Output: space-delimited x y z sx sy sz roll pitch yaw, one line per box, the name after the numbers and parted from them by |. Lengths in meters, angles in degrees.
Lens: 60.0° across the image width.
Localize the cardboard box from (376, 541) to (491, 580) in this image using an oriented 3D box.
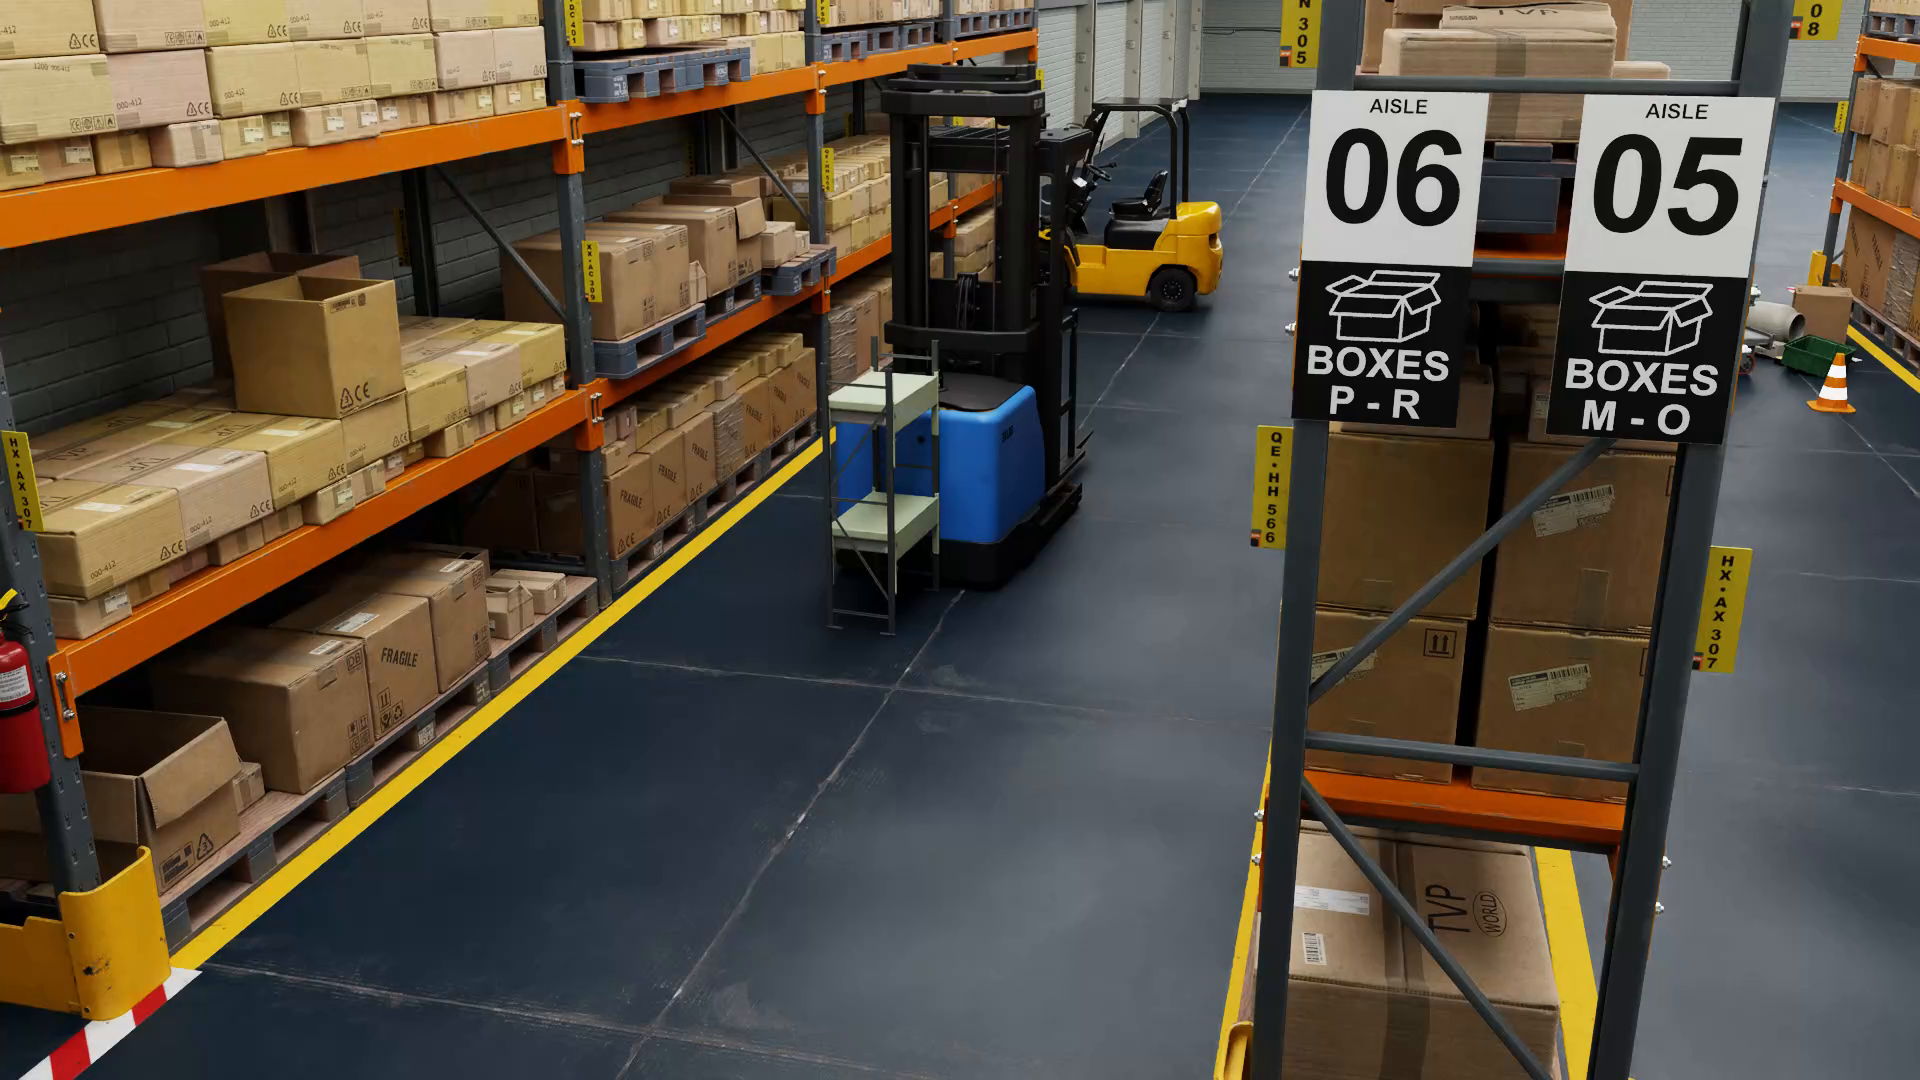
-2.898 0.192 8.996 0.500 0.311 0.500 5 20 15 | cardboard box

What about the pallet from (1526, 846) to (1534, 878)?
1.749 1.256 6.685 1.003 0.211 1.213 5 19 13 | pallet

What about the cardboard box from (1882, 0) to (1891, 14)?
9.546 -5.388 16.764 0.380 0.149 0.250 5 19 14 | cardboard box

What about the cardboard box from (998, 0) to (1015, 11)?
0.206 -6.073 18.229 0.700 0.500 0.500 5 19 14 | cardboard box

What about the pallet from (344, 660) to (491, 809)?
-2.972 0.848 7.879 1.003 0.211 1.213 5 19 13 | pallet

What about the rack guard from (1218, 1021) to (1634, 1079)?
1.324 1.764 4.748 1.175 0.500 0.348 5 19 13 | rack guard

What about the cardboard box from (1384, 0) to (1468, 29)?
2.009 -1.969 6.206 0.797 0.503 0.637 6 20 18 | cardboard box

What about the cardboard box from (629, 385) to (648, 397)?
-2.331 -1.017 11.240 0.380 0.149 0.250 4 19 11 | cardboard box

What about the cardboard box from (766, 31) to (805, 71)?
-1.420 -3.493 11.864 0.500 0.250 0.500 4 19 12 | cardboard box

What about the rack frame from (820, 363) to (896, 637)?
-0.545 -0.203 8.963 0.400 1.500 0.023 6 20 17 | rack frame

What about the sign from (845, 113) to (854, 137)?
-1.091 -4.069 16.497 0.100 0.325 0.005 5 19 13 | sign

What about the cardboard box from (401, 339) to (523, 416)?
-2.503 -0.803 8.170 0.500 0.250 0.500 5 19 14 | cardboard box

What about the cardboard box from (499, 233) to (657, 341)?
-2.172 -1.451 9.489 0.700 0.500 0.500 5 20 15 | cardboard box

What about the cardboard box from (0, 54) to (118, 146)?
-3.111 -1.424 5.346 0.500 0.250 0.500 4 19 13 | cardboard box

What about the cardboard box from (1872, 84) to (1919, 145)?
9.622 -4.206 16.458 0.875 0.550 0.550 5 19 13 | cardboard box

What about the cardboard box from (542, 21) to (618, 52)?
-2.048 -2.679 8.835 0.380 0.149 0.250 5 19 14 | cardboard box

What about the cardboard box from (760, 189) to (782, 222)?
-1.690 -2.653 13.272 0.500 0.250 0.500 5 20 15 | cardboard box

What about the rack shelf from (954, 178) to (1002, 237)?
-0.064 -3.864 18.474 1.077 0.370 4.000 5 19 13 | rack shelf

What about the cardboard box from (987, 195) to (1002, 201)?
0.496 -3.873 19.443 0.500 0.250 0.500 5 19 14 | cardboard box

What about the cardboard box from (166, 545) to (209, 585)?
-3.090 0.052 6.283 0.380 0.149 0.250 4 19 13 | cardboard box

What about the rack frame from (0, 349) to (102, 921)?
-3.484 0.183 5.511 1.000 3.000 0.127 5 19 13 | rack frame

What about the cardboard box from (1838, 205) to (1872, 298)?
9.962 -3.057 17.635 0.875 0.875 0.875 5 19 14 | cardboard box

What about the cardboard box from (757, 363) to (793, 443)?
-1.557 -1.035 12.293 0.500 0.500 0.500 4 19 13 | cardboard box

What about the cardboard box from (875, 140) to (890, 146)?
-0.577 -3.653 15.583 0.380 0.149 0.250 5 19 13 | cardboard box

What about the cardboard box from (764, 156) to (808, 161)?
-1.457 -3.207 14.277 0.380 0.149 0.250 4 19 12 | cardboard box

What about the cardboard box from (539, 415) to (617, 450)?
-2.220 -0.630 9.646 0.380 0.149 0.250 4 19 12 | cardboard box

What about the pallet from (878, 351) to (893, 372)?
-0.991 -1.641 15.165 1.003 0.211 1.213 5 19 13 | pallet

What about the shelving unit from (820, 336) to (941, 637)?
-0.429 -0.316 9.291 0.431 1.500 0.755 6 20 17 | shelving unit

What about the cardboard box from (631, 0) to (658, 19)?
-1.910 -2.982 9.262 0.380 0.149 0.250 4 19 12 | cardboard box

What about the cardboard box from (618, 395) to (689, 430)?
-1.966 -0.821 10.666 0.380 0.149 0.250 5 19 13 | cardboard box

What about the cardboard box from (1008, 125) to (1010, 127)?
0.364 -4.732 18.743 0.380 0.149 0.250 4 19 12 | cardboard box

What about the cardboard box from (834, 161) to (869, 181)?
-0.980 -3.086 13.922 0.380 0.149 0.250 5 19 14 | cardboard box

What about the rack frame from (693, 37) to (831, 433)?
-1.530 -2.324 12.852 1.000 3.000 0.127 5 19 13 | rack frame

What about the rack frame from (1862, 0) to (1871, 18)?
10.064 -6.921 17.027 1.000 3.000 0.127 5 19 13 | rack frame

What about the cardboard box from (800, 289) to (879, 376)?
-1.212 -1.799 14.338 0.875 0.625 0.625 5 20 15 | cardboard box

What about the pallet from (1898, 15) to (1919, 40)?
9.597 -4.842 15.720 1.003 0.211 1.213 5 19 13 | pallet

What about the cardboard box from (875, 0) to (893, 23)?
-0.868 -4.564 13.809 0.500 0.500 0.500 5 20 15 | cardboard box

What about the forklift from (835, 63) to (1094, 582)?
8.331 -0.410 7.037 19.036 3.140 5.327 6 20 17 | forklift

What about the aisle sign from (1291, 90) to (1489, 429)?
1.012 -0.658 3.952 0.394 0.787 0.004 5 19 13 | aisle sign

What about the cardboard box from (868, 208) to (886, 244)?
-0.938 -2.692 14.161 0.500 0.250 0.500 4 19 12 | cardboard box

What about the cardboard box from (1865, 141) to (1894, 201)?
9.645 -3.693 16.627 0.875 0.550 0.550 5 19 13 | cardboard box

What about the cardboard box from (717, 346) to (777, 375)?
-1.549 -1.305 12.082 0.380 0.149 0.250 4 19 12 | cardboard box

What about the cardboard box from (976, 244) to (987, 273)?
-0.014 -2.997 17.653 0.500 0.250 0.500 5 19 13 | cardboard box

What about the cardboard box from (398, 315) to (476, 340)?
-2.890 -1.006 8.765 0.500 0.250 0.500 4 19 13 | cardboard box

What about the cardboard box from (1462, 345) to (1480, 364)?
1.262 -0.463 4.698 0.380 0.149 0.250 5 19 14 | cardboard box

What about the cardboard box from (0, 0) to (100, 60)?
-3.132 -1.662 5.270 0.500 0.250 0.500 4 19 13 | cardboard box

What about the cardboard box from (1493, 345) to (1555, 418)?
1.680 -0.431 4.602 0.380 0.149 0.250 5 20 15 | cardboard box

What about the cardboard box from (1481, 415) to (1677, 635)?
1.723 -0.074 4.563 0.500 0.500 0.500 4 19 12 | cardboard box

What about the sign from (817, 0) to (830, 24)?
-1.004 -3.945 12.156 0.100 0.325 0.005 5 19 13 | sign

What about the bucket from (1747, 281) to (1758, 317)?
6.884 -2.223 15.268 0.726 0.611 0.620 12 32 32 | bucket

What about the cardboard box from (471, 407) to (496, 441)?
-2.513 -0.585 8.148 0.380 0.149 0.250 5 20 15 | cardboard box

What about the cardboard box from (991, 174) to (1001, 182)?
0.186 -4.223 18.256 0.500 0.500 0.500 5 19 14 | cardboard box

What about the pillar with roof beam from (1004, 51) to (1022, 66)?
5.021 -9.064 23.303 9.100 9.000 0.400 5 19 13 | pillar with roof beam

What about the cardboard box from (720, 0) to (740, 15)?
-1.644 -3.464 10.704 0.380 0.149 0.250 5 19 14 | cardboard box

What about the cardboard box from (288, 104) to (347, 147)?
-2.712 -1.672 6.689 0.380 0.149 0.250 5 19 13 | cardboard box
